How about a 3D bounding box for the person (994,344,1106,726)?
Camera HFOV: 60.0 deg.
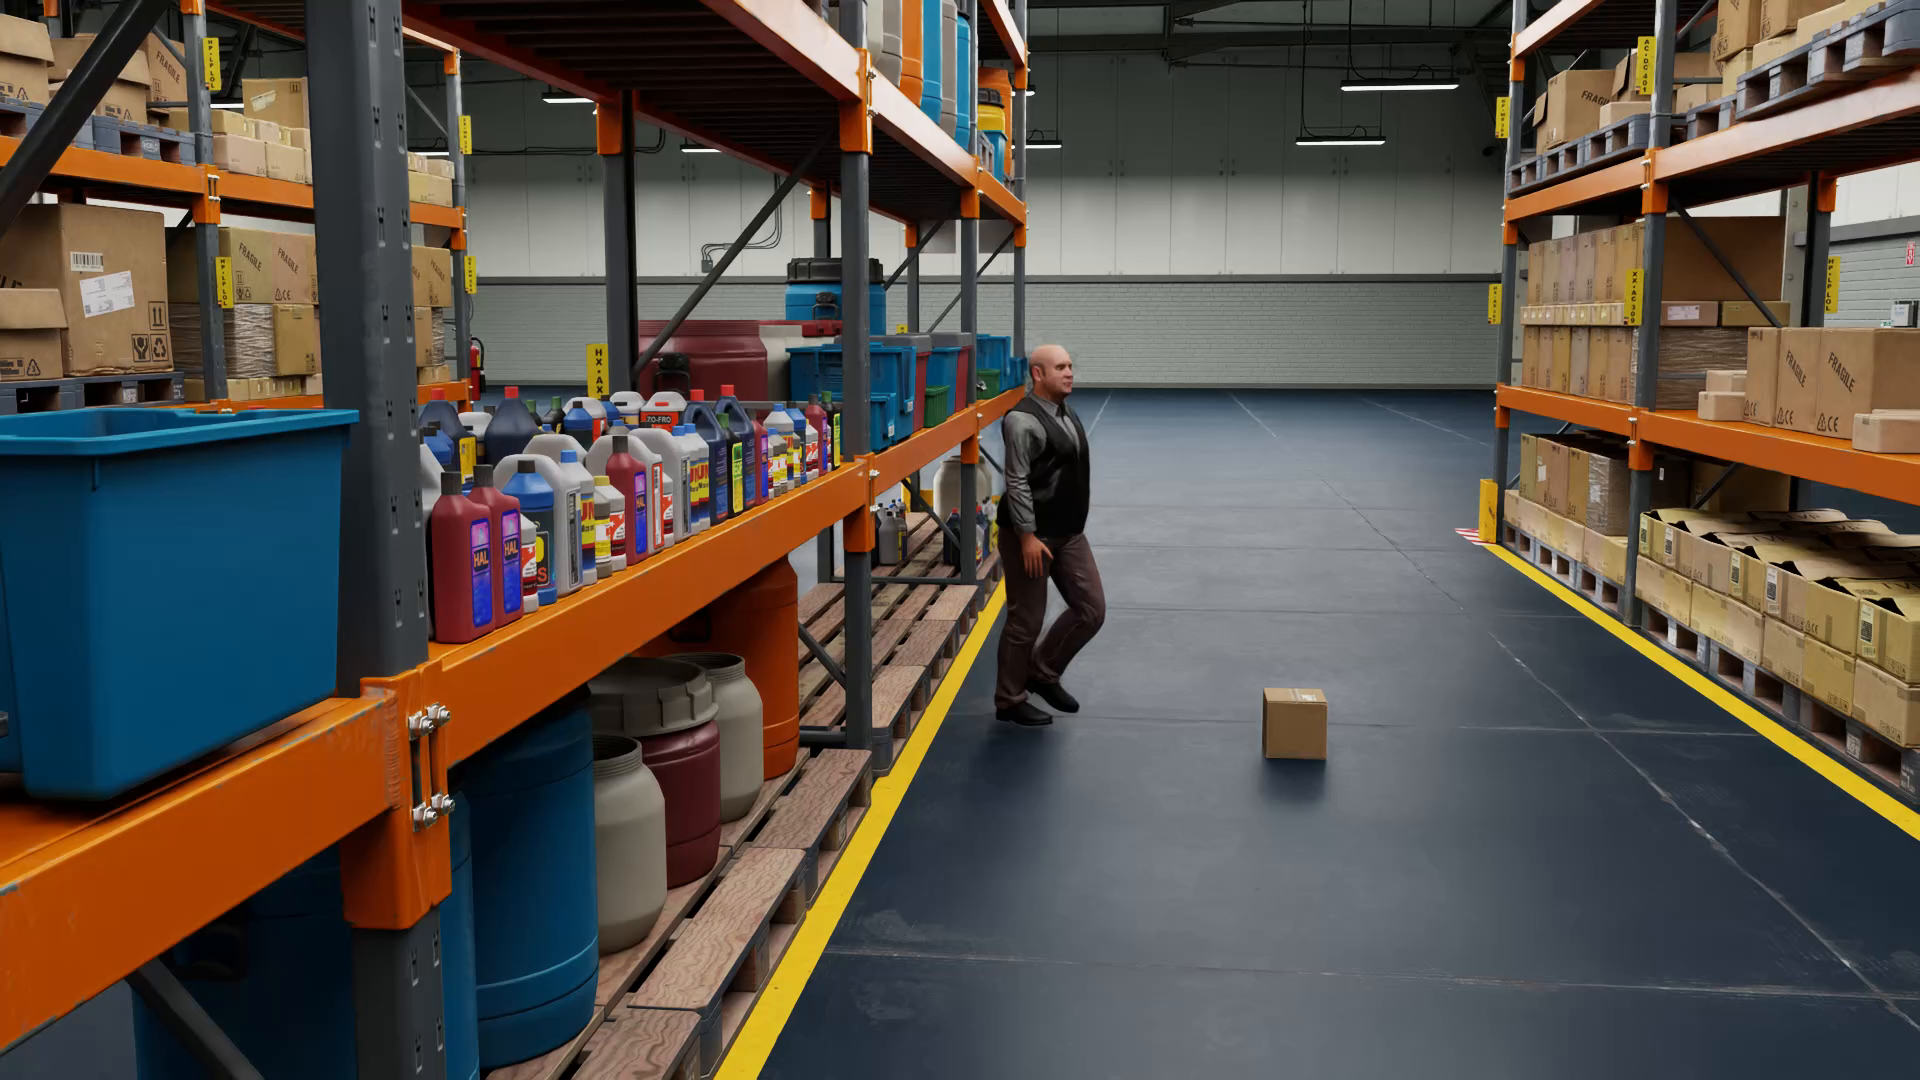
[{"bbox_3d":[0.365,-0.015,7.443,0.485,1.711,0.551,6,9,37],"label":"person"}]
